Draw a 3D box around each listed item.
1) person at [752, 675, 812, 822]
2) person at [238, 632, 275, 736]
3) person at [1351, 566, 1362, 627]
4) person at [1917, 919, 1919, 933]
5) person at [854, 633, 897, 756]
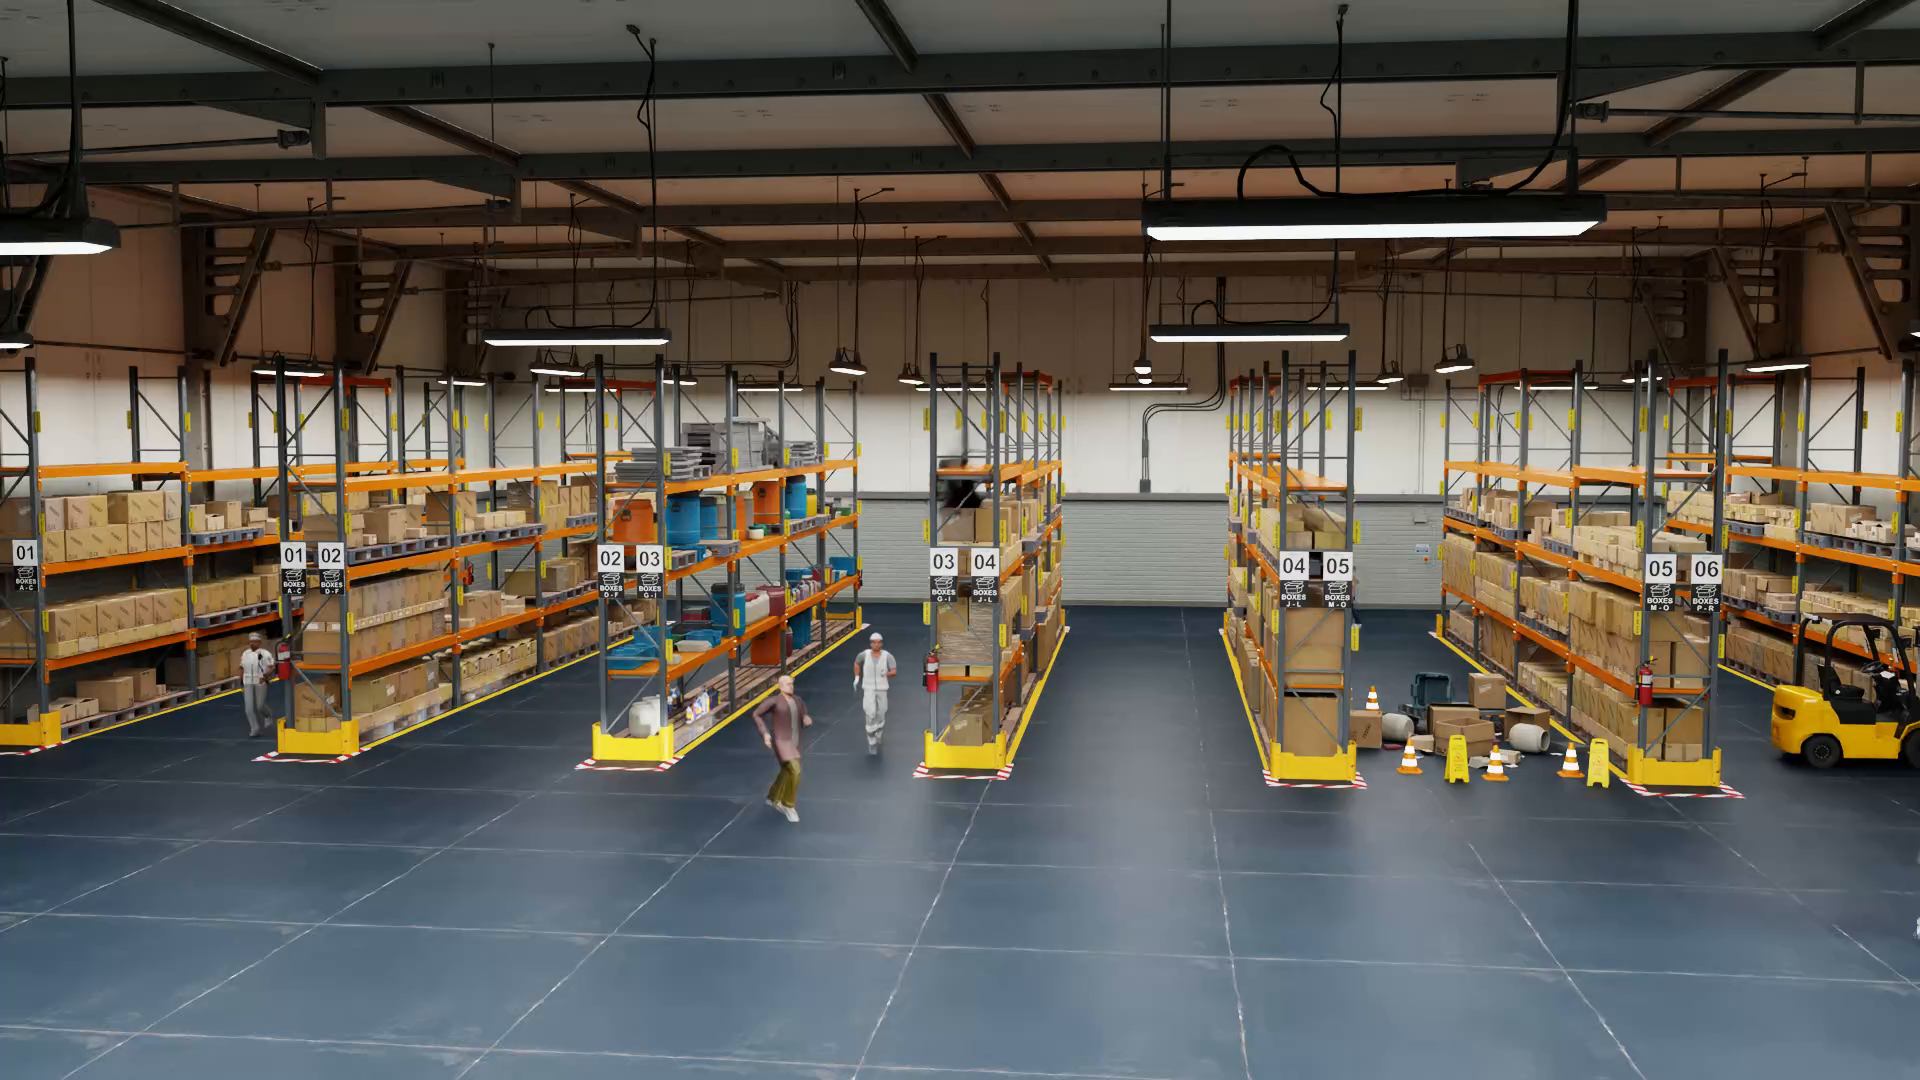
[{"bbox_3d":[-2.192,2.631,21.051,0.823,1.840,0.674,3,5,36],"label":"person"},{"bbox_3d":[-11.275,2.293,26.623,0.574,1.650,0.566,0,4,-4],"label":"person"},{"bbox_3d":[9.404,1.414,40.278,0.658,1.518,0.508,1,4,8],"label":"person"},{"bbox_3d":[9.489,3.095,15.771,0.507,1.607,0.678,-3,5,-38],"label":"person"},{"bbox_3d":[-1.282,2.317,25.252,0.643,1.844,0.876,-1,4,-8],"label":"person"}]
